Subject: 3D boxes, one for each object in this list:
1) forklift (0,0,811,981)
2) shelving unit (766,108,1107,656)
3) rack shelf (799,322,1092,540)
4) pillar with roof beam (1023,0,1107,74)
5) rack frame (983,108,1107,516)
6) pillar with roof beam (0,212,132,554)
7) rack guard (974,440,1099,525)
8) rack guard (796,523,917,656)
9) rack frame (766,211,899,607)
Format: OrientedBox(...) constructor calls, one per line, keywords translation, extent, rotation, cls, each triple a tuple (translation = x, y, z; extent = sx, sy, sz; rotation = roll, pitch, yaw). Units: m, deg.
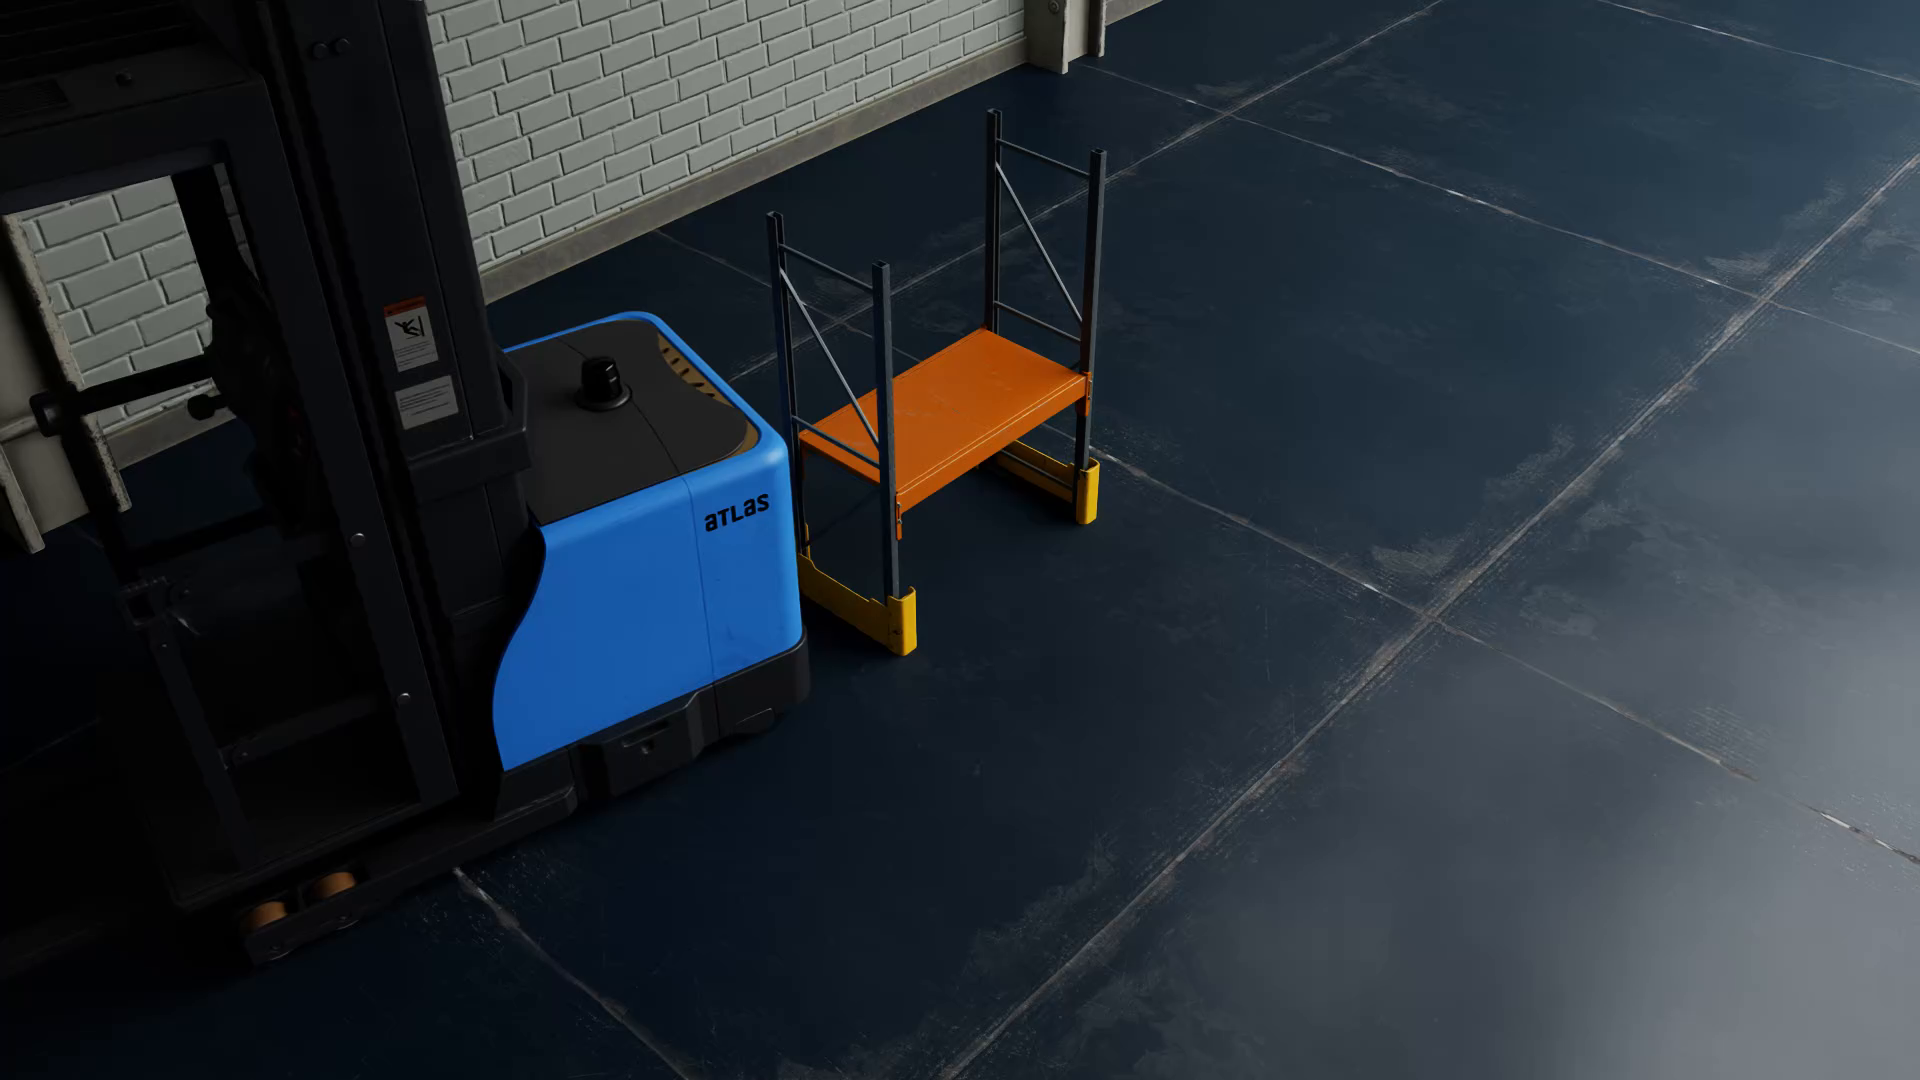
OrientedBox(translation=(-2.003, -0.328, 4.307), extent=(3.031, 2.935, 1.130), rotation=(-23, 44, -26), cls="forklift")
OrientedBox(translation=(-0.051, -0.552, 5.739), extent=(0.587, 1.500, 1.083), rotation=(30, 47, 32), cls="shelving unit")
OrientedBox(translation=(-0.058, -0.407, 5.846), extent=(0.538, 0.185, 1.000), rotation=(30, 47, 32), cls="rack shelf")
OrientedBox(translation=(3.790, -4.572, 4.770), extent=(9.100, 9.000, 0.400), rotation=(30, 47, 32), cls="pillar with roof beam")
OrientedBox(translation=(0.285, -0.781, 6.028), extent=(0.500, 1.500, 0.032), rotation=(30, 47, 32), cls="rack frame")
OrientedBox(translation=(-0.258, -1.816, 1.304), extent=(9.100, 9.000, 0.400), rotation=(30, 47, 32), cls="pillar with roof beam")
OrientedBox(translation=(0.285, -0.292, 6.416), extent=(0.587, 0.250, 0.087), rotation=(30, 47, 32), cls="rack guard")
OrientedBox(translation=(-0.387, 0.166, 5.840), extent=(0.587, 0.250, 0.087), rotation=(30, 47, 32), cls="rack guard")
OrientedBox(translation=(-0.401, -0.314, 5.440), extent=(0.500, 1.500, 0.032), rotation=(30, 47, 32), cls="rack frame")
